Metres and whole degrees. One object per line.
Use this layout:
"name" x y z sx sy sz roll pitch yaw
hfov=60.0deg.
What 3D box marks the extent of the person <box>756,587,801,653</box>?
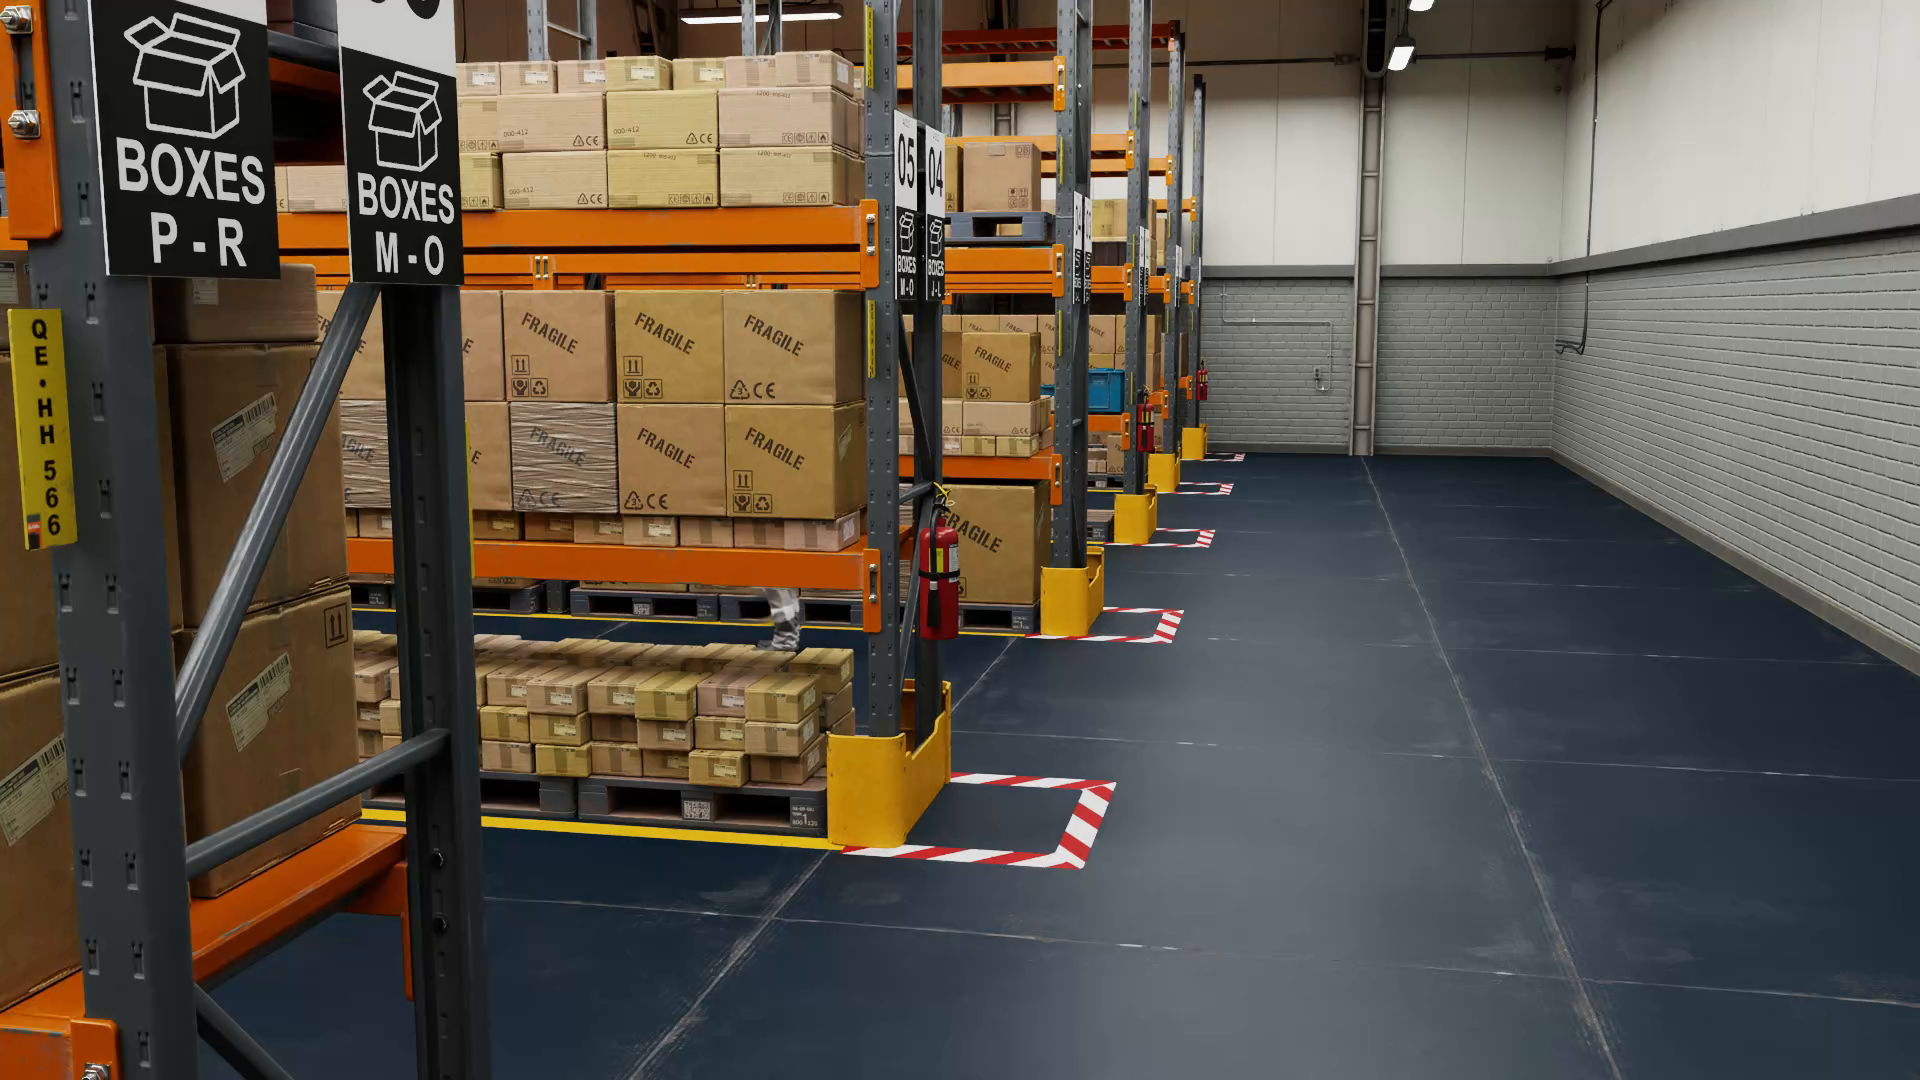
"person" -1.312 -0.091 11.444 0.574 1.770 0.493 1 8 10
